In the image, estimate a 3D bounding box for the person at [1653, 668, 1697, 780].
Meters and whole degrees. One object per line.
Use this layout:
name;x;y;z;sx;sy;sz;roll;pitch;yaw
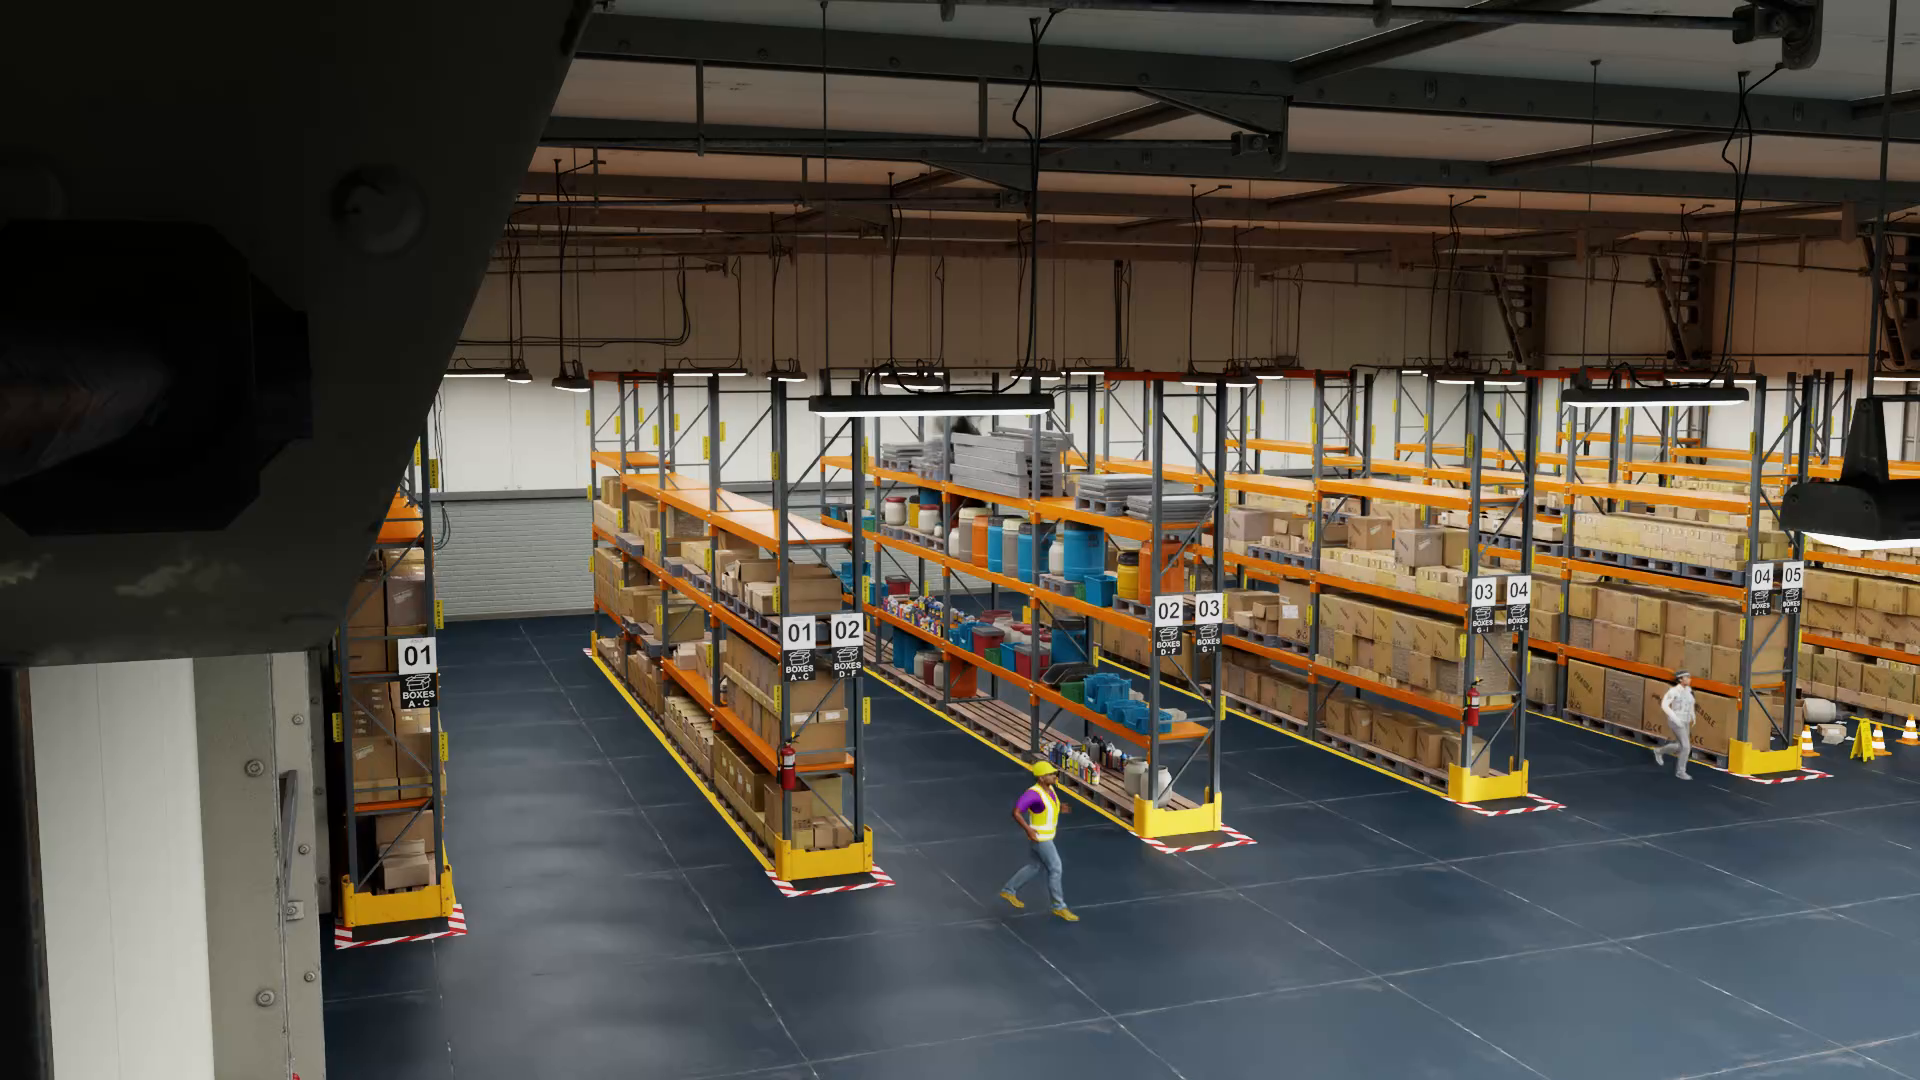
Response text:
person;10.784;2.740;25.034;0.651;1.680;0.689;-4;8;-34

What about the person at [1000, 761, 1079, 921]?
person;0.906;3.361;18.746;0.909;1.794;0.676;1;7;12
